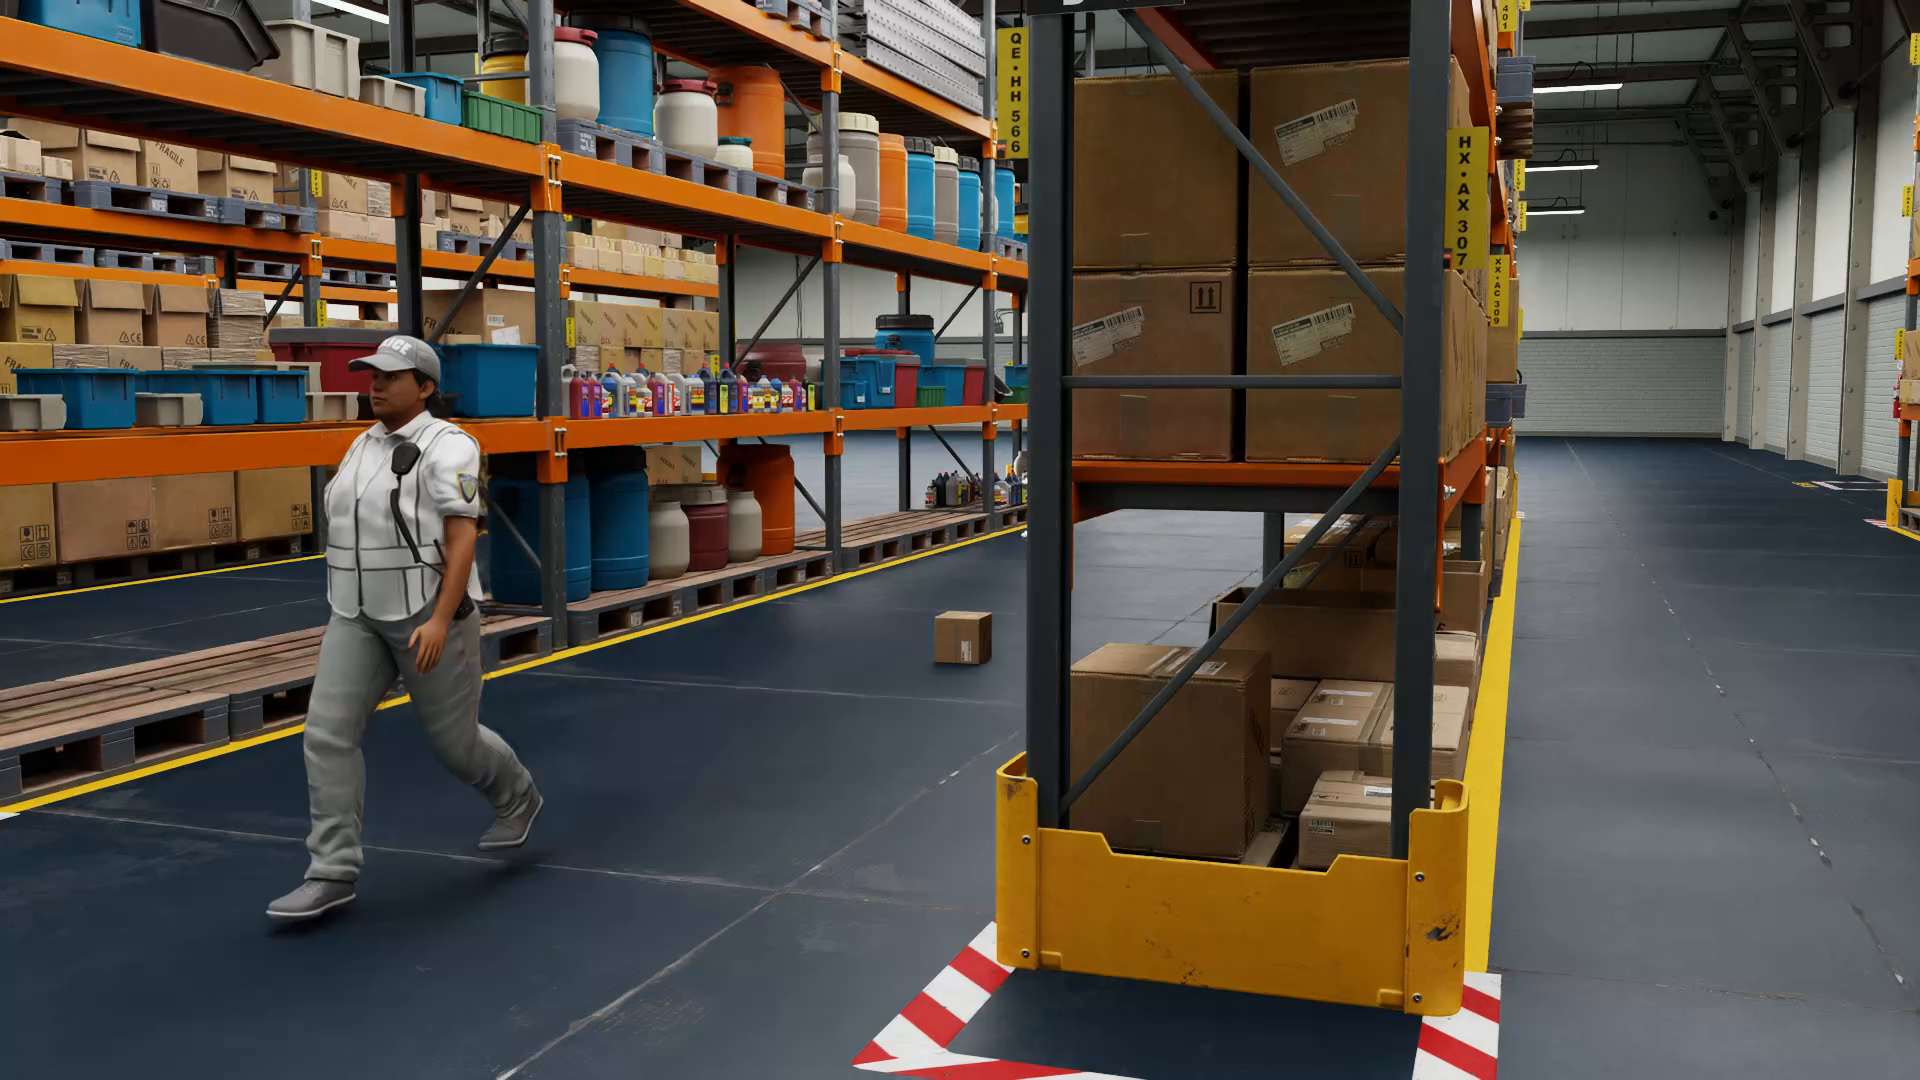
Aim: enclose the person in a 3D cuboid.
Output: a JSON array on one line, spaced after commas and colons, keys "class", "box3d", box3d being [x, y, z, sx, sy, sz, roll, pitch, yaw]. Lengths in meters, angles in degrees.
[{"class": "person", "box3d": [-1.592, 0.218, 4.843, 0.477, 1.619, 0.942, 2, 6, 22]}]
